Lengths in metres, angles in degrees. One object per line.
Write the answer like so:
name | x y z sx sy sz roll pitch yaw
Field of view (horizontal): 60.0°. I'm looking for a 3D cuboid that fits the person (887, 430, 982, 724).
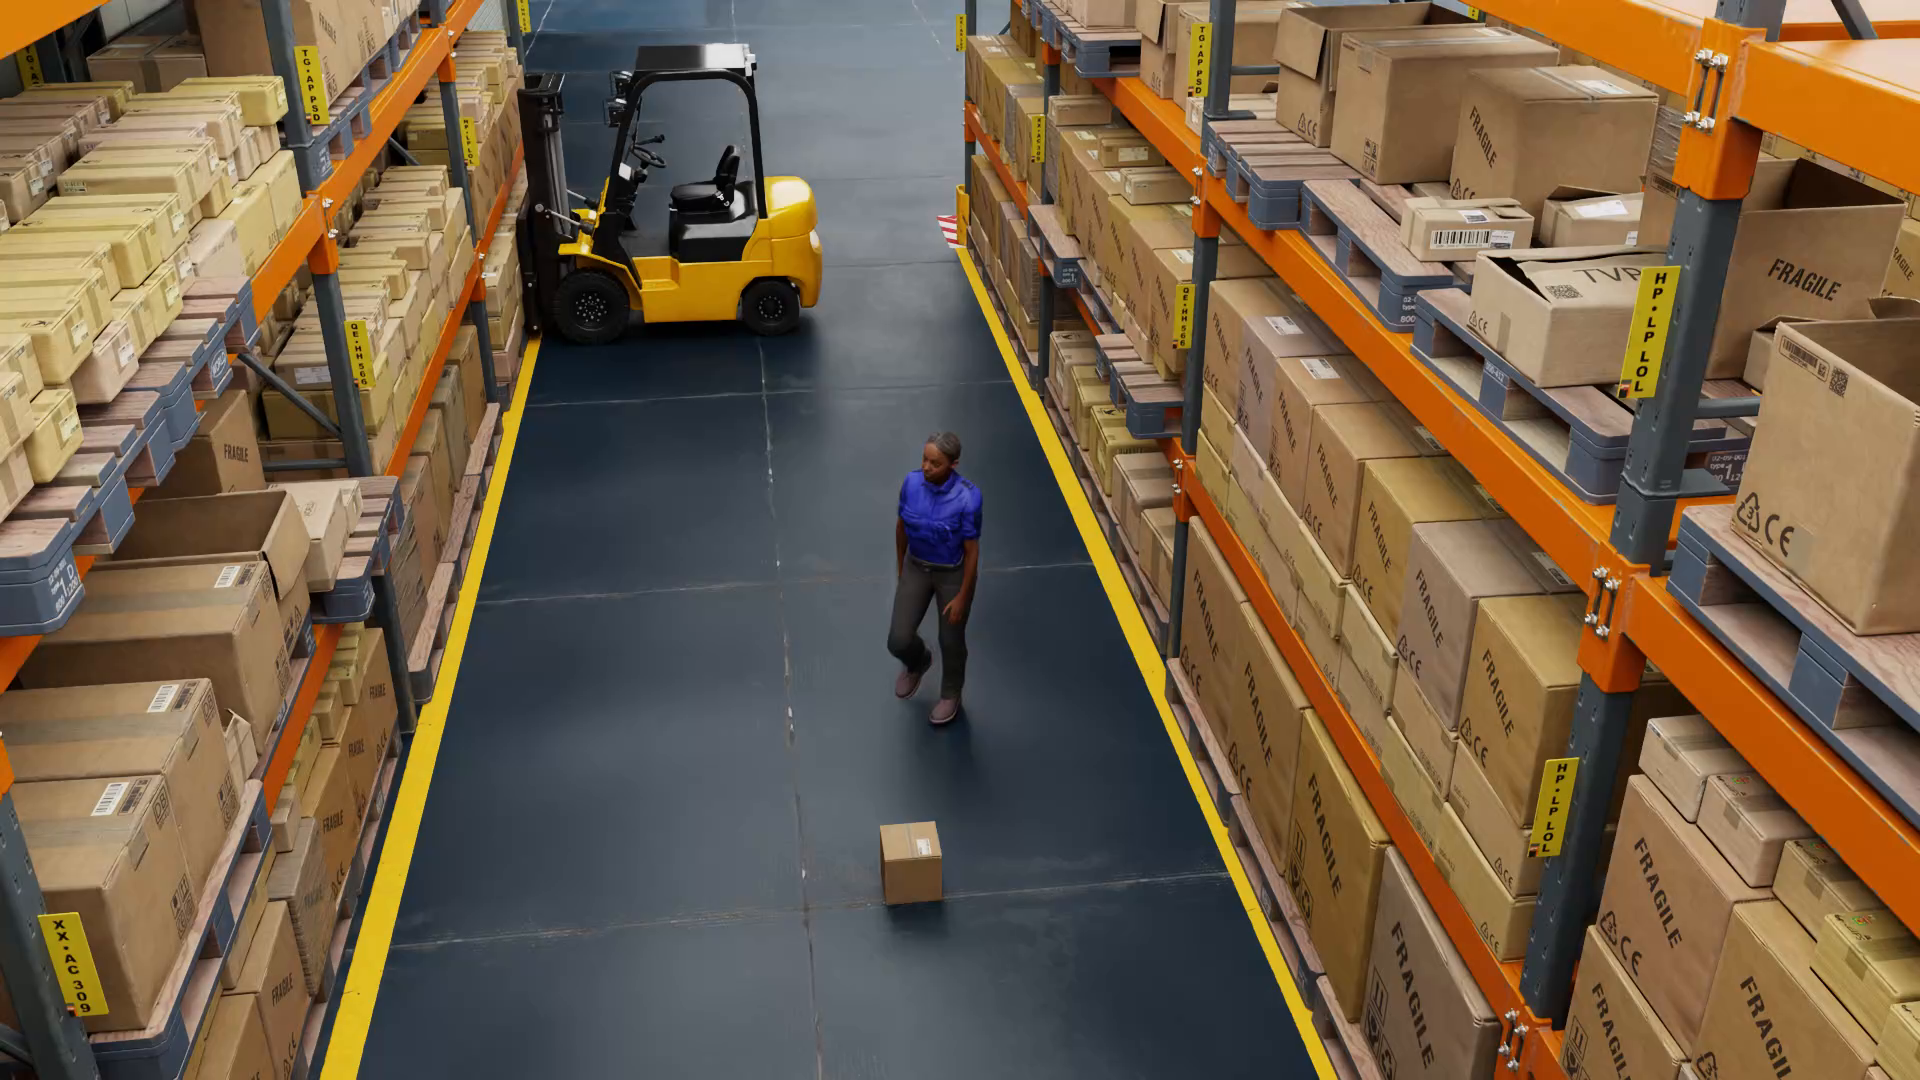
person | -0.124 0.175 8.259 0.522 1.641 0.470 10 29 18
